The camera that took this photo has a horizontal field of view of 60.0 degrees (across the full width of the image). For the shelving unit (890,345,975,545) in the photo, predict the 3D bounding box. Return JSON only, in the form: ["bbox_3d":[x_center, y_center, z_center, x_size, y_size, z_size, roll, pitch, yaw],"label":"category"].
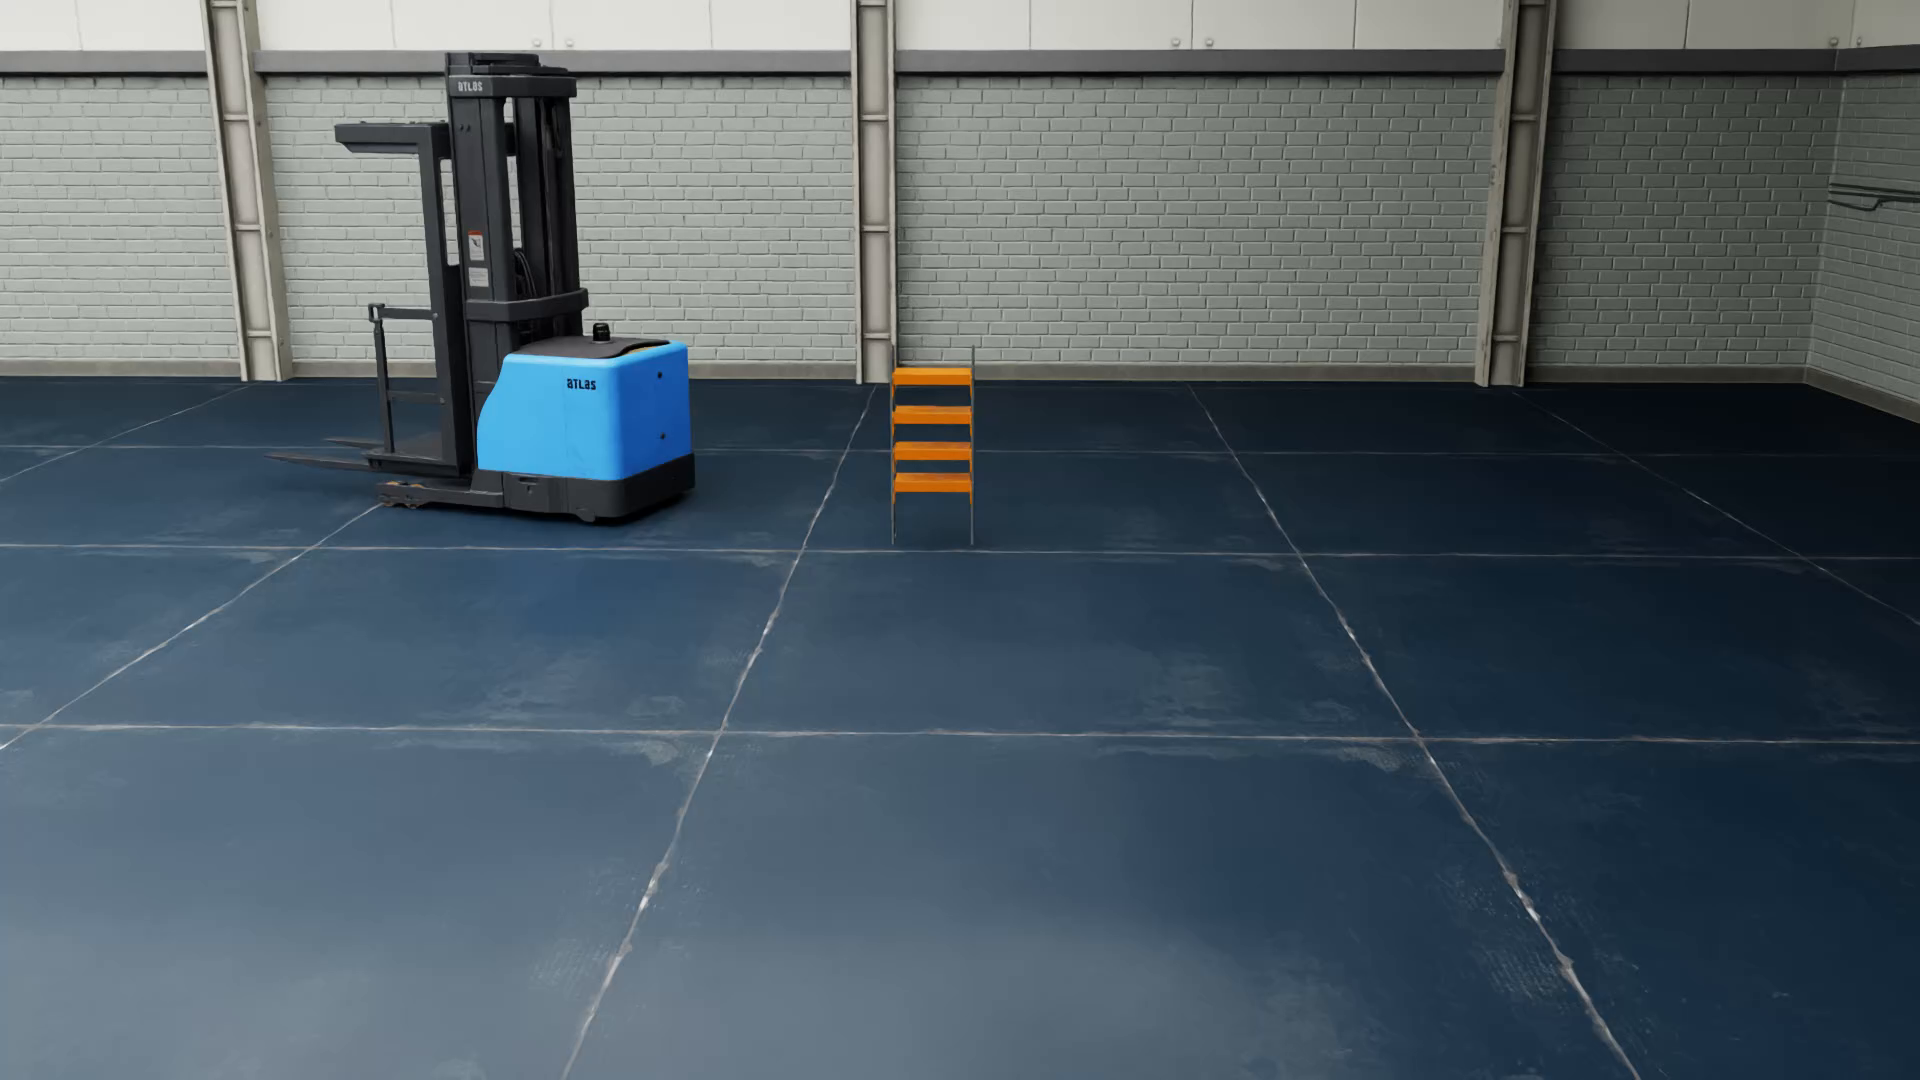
[{"bbox_3d":[-0.165,-0.581,10.191,0.503,1.200,0.258,0,15,1],"label":"shelving unit"}]

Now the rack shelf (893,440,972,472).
[{"bbox_3d":[-0.165,-0.516,10.208,0.480,0.148,0.258,0,15,1],"label":"rack shelf"}]

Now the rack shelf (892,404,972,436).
[{"bbox_3d":[-0.165,-0.732,10.151,0.480,0.148,0.258,0,15,1],"label":"rack shelf"}]

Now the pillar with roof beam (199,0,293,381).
[{"bbox_3d":[-6.909,-4.838,11.036,0.400,9.000,9.100,0,15,1],"label":"pillar with roof beam"}]

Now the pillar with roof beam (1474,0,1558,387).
[{"bbox_3d":[5.087,-4.760,10.740,0.400,9.000,9.100,0,15,1],"label":"pillar with roof beam"}]

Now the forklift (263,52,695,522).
[{"bbox_3d":[-3.395,-1.745,11.209,3.031,2.935,1.130,6,16,20],"label":"forklift"}]

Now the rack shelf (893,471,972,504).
[{"bbox_3d":[-0.165,-0.324,10.259,0.480,0.148,0.258,0,15,1],"label":"rack shelf"}]

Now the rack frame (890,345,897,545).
[{"bbox_3d":[-0.409,-0.583,10.197,0.015,1.200,0.240,0,15,1],"label":"rack frame"}]

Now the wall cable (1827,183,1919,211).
[{"bbox_3d":[8.109,-4.000,13.946,0.112,2.526,3.097,0,15,1],"label":"wall cable"}]

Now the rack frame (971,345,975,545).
[{"bbox_3d":[0.078,-0.580,10.185,0.015,1.200,0.240,0,15,1],"label":"rack frame"}]

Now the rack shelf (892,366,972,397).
[{"bbox_3d":[-0.165,-0.961,10.091,0.480,0.148,0.258,0,15,1],"label":"rack shelf"}]

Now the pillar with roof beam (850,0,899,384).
[{"bbox_3d":[-0.911,-4.799,10.888,0.400,9.000,9.100,0,15,1],"label":"pillar with roof beam"}]
